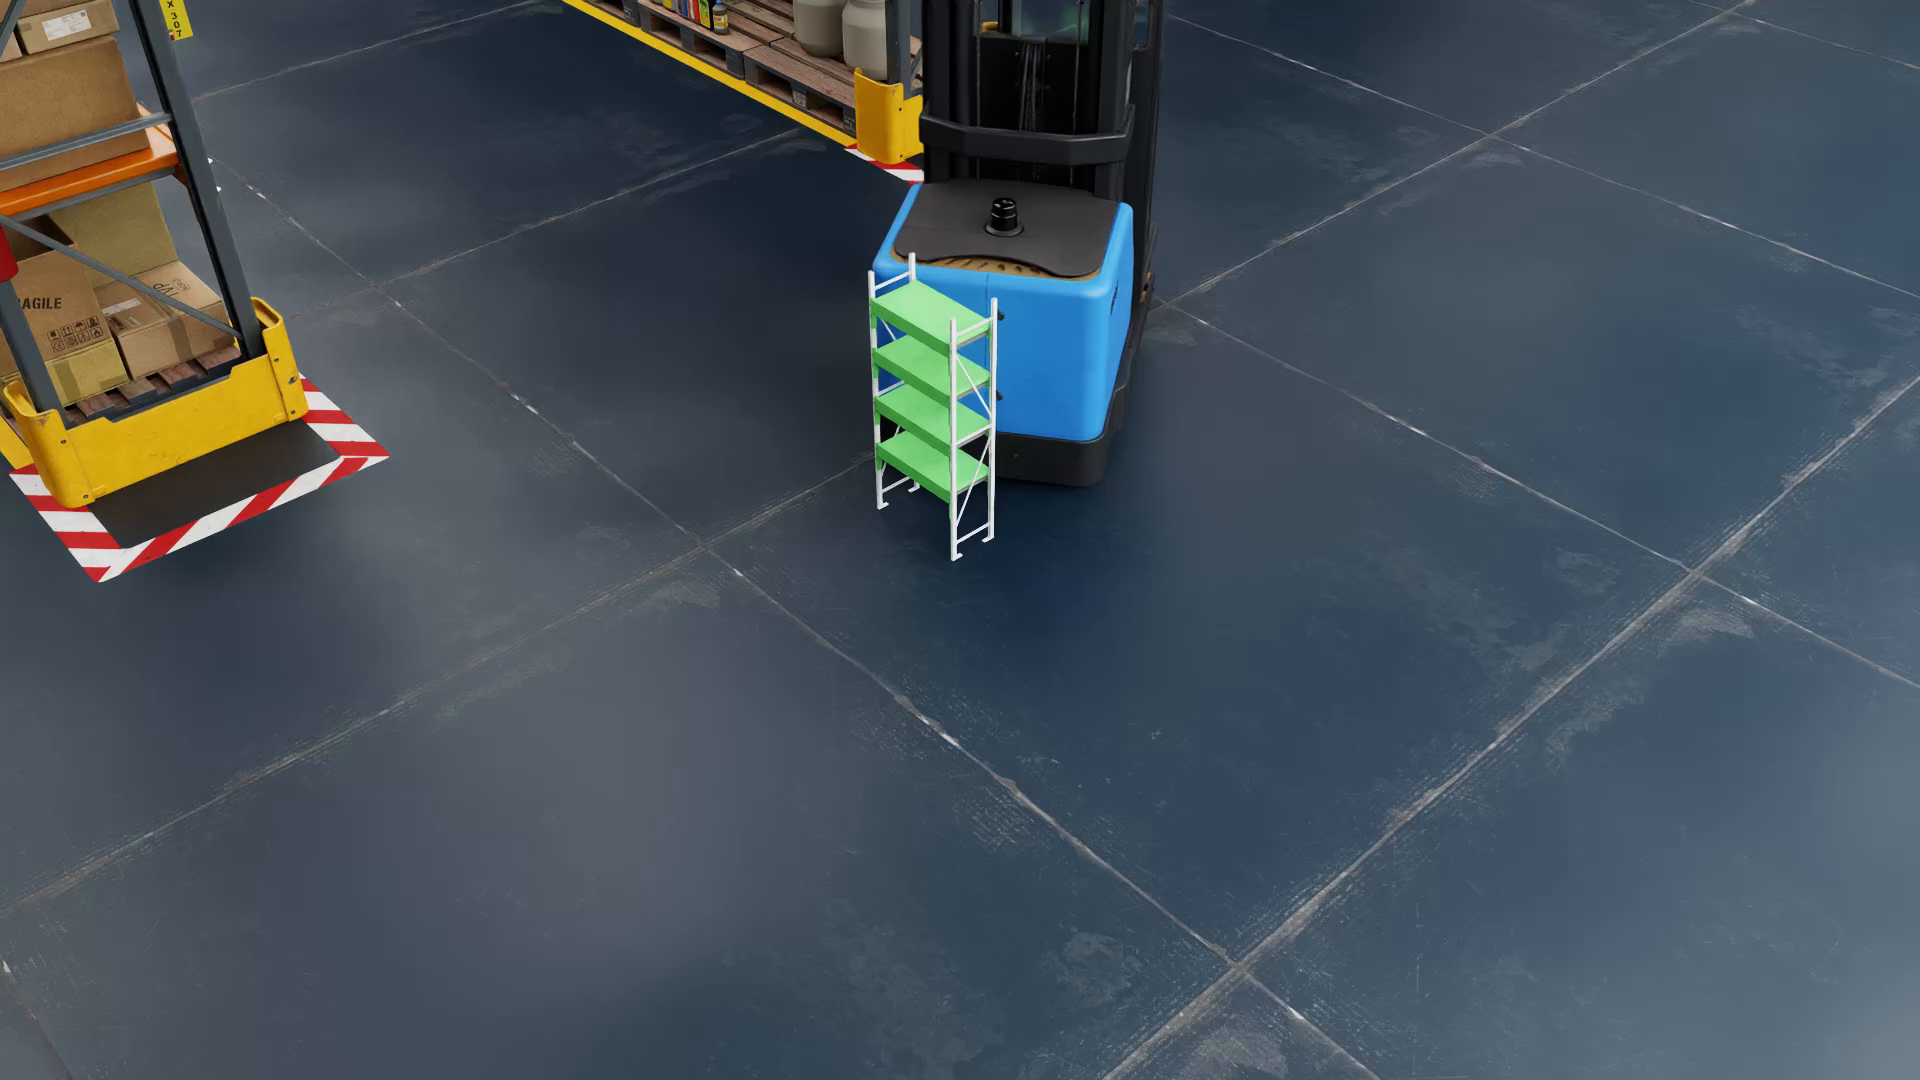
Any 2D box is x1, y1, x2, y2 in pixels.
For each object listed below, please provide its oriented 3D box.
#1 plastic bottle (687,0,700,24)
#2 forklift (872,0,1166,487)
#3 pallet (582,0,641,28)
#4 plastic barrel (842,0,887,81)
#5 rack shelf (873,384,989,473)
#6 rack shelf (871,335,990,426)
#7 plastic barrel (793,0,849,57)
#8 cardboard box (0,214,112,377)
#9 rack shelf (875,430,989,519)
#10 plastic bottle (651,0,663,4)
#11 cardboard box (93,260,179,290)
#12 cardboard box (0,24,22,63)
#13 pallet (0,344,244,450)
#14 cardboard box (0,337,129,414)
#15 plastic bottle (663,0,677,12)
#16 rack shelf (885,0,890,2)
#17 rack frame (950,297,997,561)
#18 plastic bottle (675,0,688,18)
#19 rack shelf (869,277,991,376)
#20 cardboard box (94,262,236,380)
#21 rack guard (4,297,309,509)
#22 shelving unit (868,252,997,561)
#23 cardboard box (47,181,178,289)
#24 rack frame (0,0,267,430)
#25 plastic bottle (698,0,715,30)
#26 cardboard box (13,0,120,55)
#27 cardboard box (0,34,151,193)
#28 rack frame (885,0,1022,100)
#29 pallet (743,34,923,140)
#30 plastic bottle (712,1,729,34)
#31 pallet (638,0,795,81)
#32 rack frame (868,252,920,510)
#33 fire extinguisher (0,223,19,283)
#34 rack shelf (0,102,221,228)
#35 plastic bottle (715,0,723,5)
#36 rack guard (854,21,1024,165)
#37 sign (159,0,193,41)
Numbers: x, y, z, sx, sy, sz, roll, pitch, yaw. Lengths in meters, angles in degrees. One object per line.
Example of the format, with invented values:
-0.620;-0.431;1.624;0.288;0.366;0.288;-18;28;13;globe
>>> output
-1.743;-3.636;11.182;0.152;0.276;0.135;-30;47;-31;plastic bottle
0.418;-2.308;7.775;1.130;2.935;3.031;8;40;9;forklift
-2.310;-4.170;12.245;1.003;0.211;1.213;-30;48;-32;pallet
-0.529;-3.200;10.470;0.421;0.512;0.421;0;39;0;plastic barrel
-0.112;-0.494;7.008;0.258;0.148;0.480;-30;48;-32;rack shelf
-0.112;-0.680;6.857;0.258;0.148;0.480;-30;48;-32;rack shelf
-0.868;-3.432;10.758;0.421;0.512;0.421;0;39;0;plastic barrel
-4.261;-1.136;7.527;0.500;0.500;0.500;-30;48;-32;cardboard box
-0.112;-0.307;7.159;0.258;0.148;0.480;-30;48;-32;rack shelf
-2.078;-3.890;11.437;0.144;0.351;0.185;-30;48;-32;plastic bottle
-4.219;-1.295;8.321;0.500;0.250;0.500;-30;48;-32;cardboard box
-4.078;-2.016;6.763;0.380;0.149;0.250;-31;48;-32;cardboard box
-4.227;-0.880;8.172;1.003;0.211;1.213;-30;48;-32;pallet
-4.259;-0.845;7.763;0.500;0.250;0.500;-30;48;-32;cardboard box
-1.952;-3.804;11.331;0.144;0.351;0.185;-28;47;-30;plastic bottle
-1.380;-4.378;10.856;1.077;0.370;4.000;-30;48;-32;rack shelf
0.053;-0.430;6.828;0.240;1.200;0.015;-30;48;-32;rack frame
-1.837;-3.700;11.261;0.152;0.276;0.135;-31;48;-33;plastic bottle
-0.112;-0.867;6.706;0.258;0.148;0.480;-30;48;-32;rack shelf
-3.878;-1.065;8.036;0.500;0.250;0.500;-30;48;-32;cardboard box
-3.663;-0.645;7.651;1.175;0.500;0.348;-30;48;-32;rack guard
-0.112;-0.543;6.968;0.258;1.200;0.503;-30;48;-32;shelving unit
-4.217;-1.588;8.086;0.500;0.500;0.500;-30;48;-32;cardboard box
-3.679;-1.629;6.880;1.000;3.000;0.127;-30;48;-32;rack frame
-1.685;-3.557;11.078;0.061;0.283;0.133;-29;47;-31;plastic bottle
-3.786;-2.193;6.983;0.380;0.149;0.250;-30;48;-32;cardboard box
-3.985;-1.889;7.122;0.700;0.500;0.500;-30;48;-32;cardboard box
-0.028;-3.732;9.484;1.000;3.000;0.127;-30;48;-32;rack frame
-0.659;-3.041;10.847;1.003;0.211;1.213;-30;48;-32;pallet
-1.593;-3.478;11.047;0.097;0.201;0.097;0;39;0;plastic bottle
-1.480;-3.605;11.546;1.003;0.211;1.213;-30;48;-32;pallet
-0.277;-0.656;7.108;0.240;1.200;0.015;-30;48;-32;rack frame
-3.941;-1.347;6.592;0.296;0.674;0.183;-30;48;-32;fire extinguisher
-5.031;-2.275;8.252;1.077;0.370;4.000;-30;48;-32;rack shelf
-1.665;-3.684;11.236;0.061;0.283;0.133;-30;48;-32;plastic bottle
-0.114;-2.775;10.288;1.175;0.500;0.348;-30;48;-32;rack guard
-3.266;-2.230;6.871;0.100;0.325;0.005;-30;48;-32;sign
